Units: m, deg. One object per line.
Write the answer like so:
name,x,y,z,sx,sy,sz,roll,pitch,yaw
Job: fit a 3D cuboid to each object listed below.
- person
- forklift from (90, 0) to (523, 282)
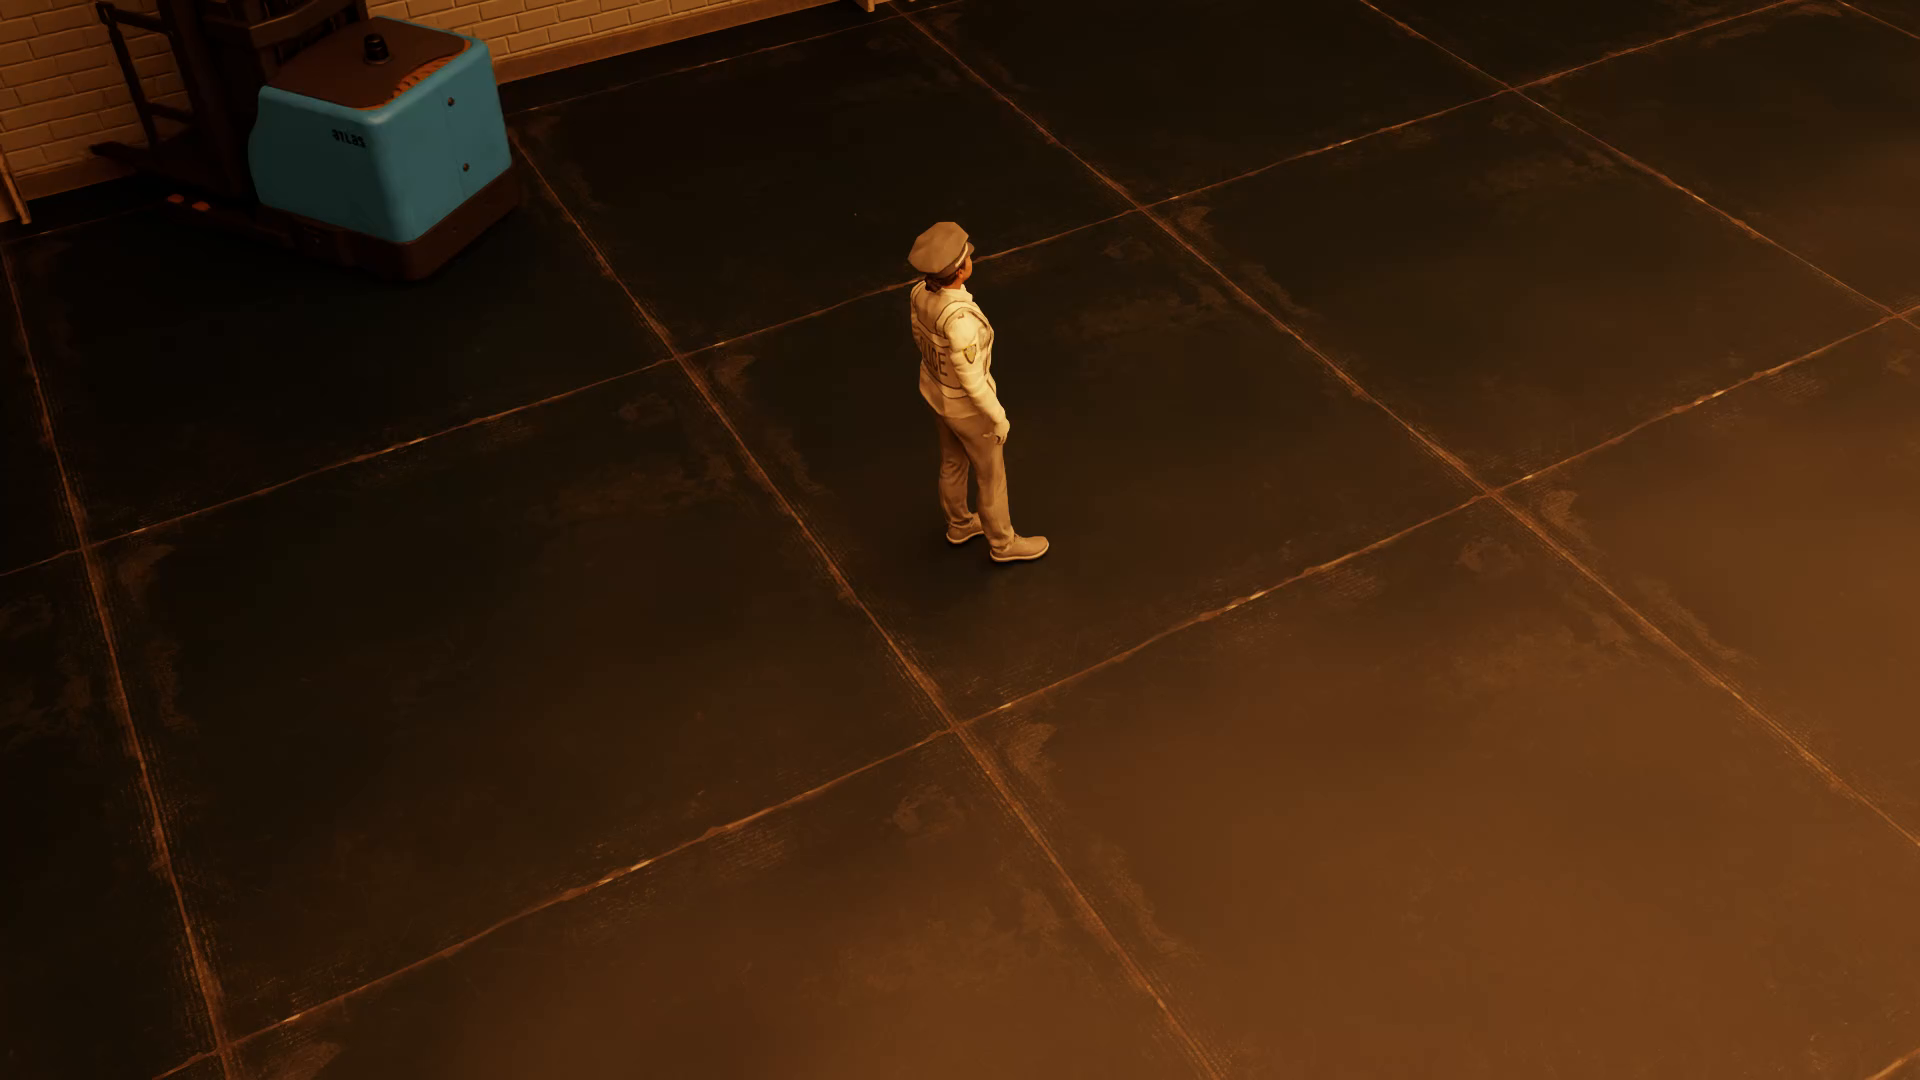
person,0.063,-0.646,7.293,0.530,1.694,0.587,-21,47,-21
forklift,-4.176,-3.210,9.159,3.031,2.935,1.130,18,46,18
